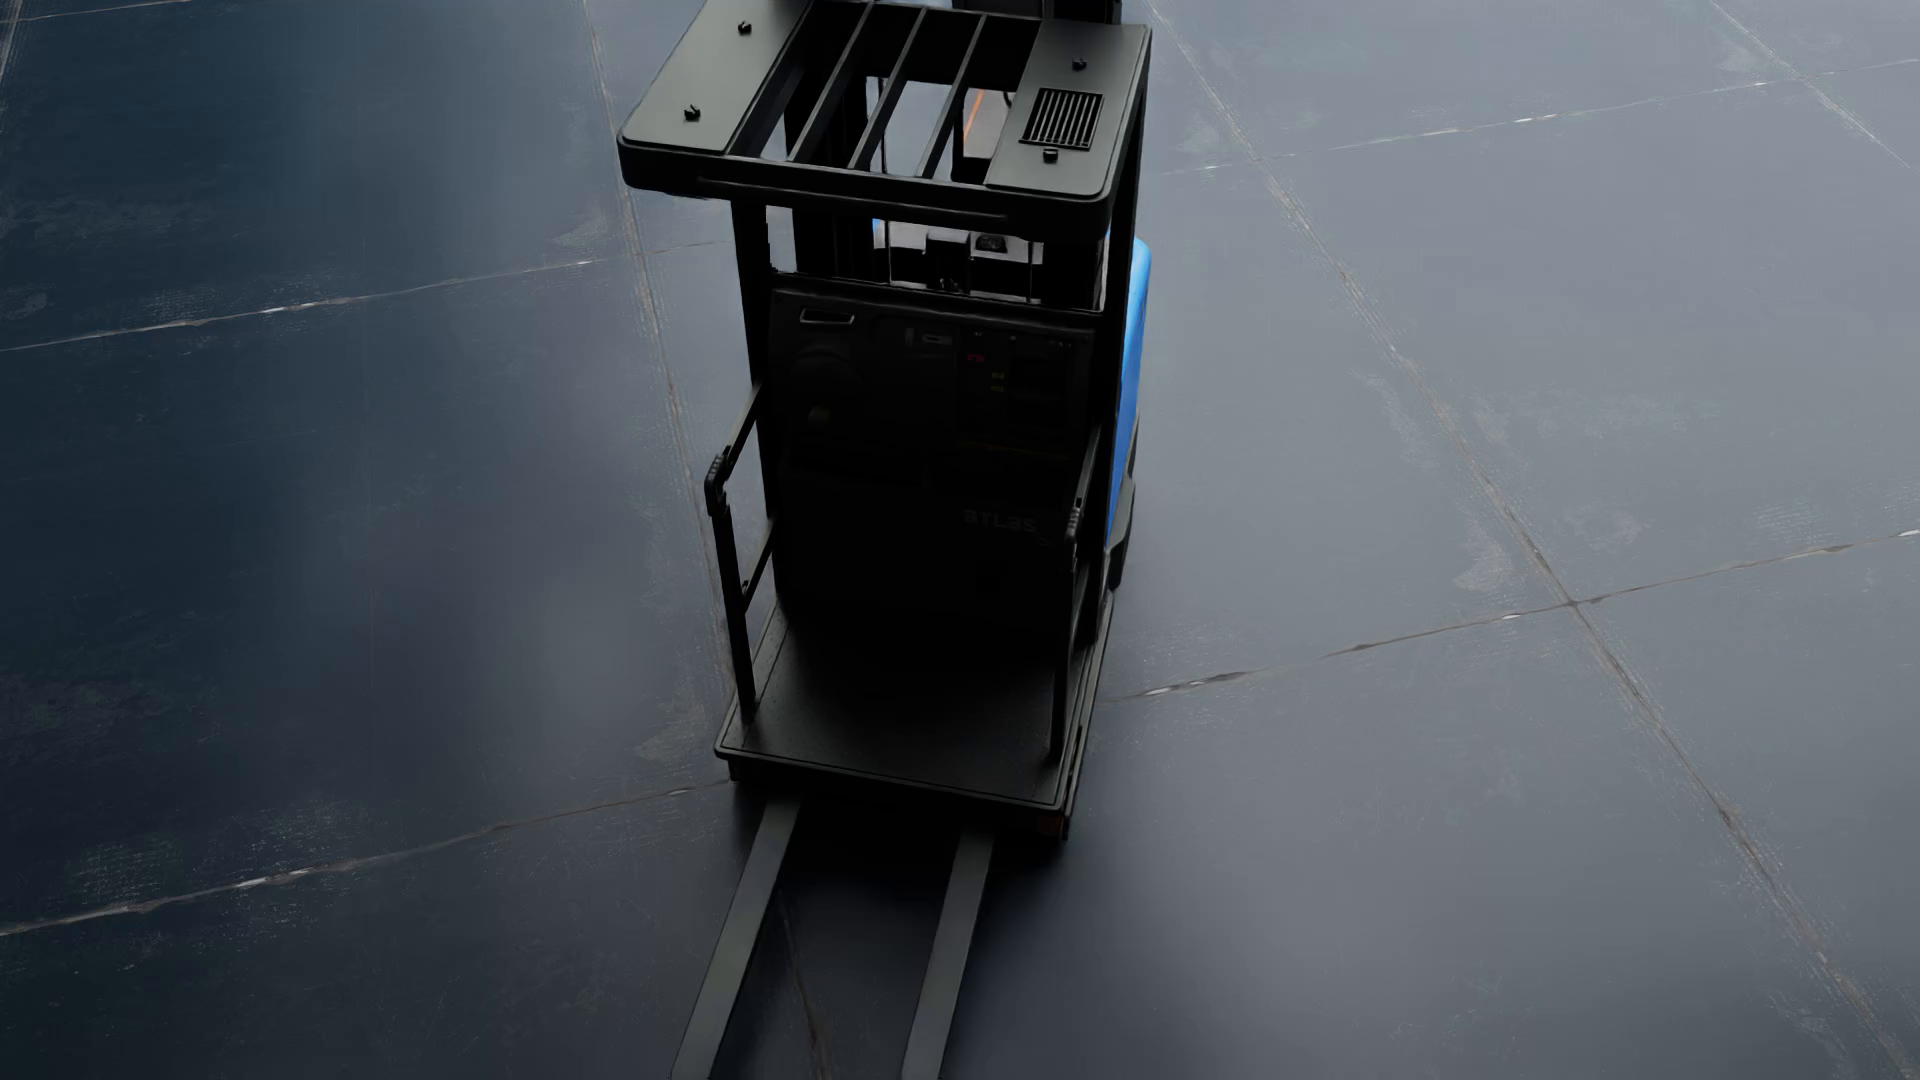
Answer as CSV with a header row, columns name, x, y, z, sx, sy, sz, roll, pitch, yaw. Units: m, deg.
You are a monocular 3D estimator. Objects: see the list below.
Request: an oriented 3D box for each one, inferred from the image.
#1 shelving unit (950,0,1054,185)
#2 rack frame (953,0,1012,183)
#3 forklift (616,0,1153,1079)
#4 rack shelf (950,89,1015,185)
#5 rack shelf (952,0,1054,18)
name,x,y,z,sx,sy,sz,roll,pitch,yaw
shelving unit,0.227,-1.329,6.082,0.431,2.100,0.503,9,46,8
rack frame,0.175,-1.158,5.915,0.400,2.100,0.015,9,46,8
forklift,-0.132,-0.379,4.569,1.130,2.935,3.031,9,46,8
rack shelf,0.227,-1.319,6.092,0.431,0.518,0.480,9,46,8
rack shelf,0.227,-1.809,5.592,0.431,0.518,0.480,9,46,8
